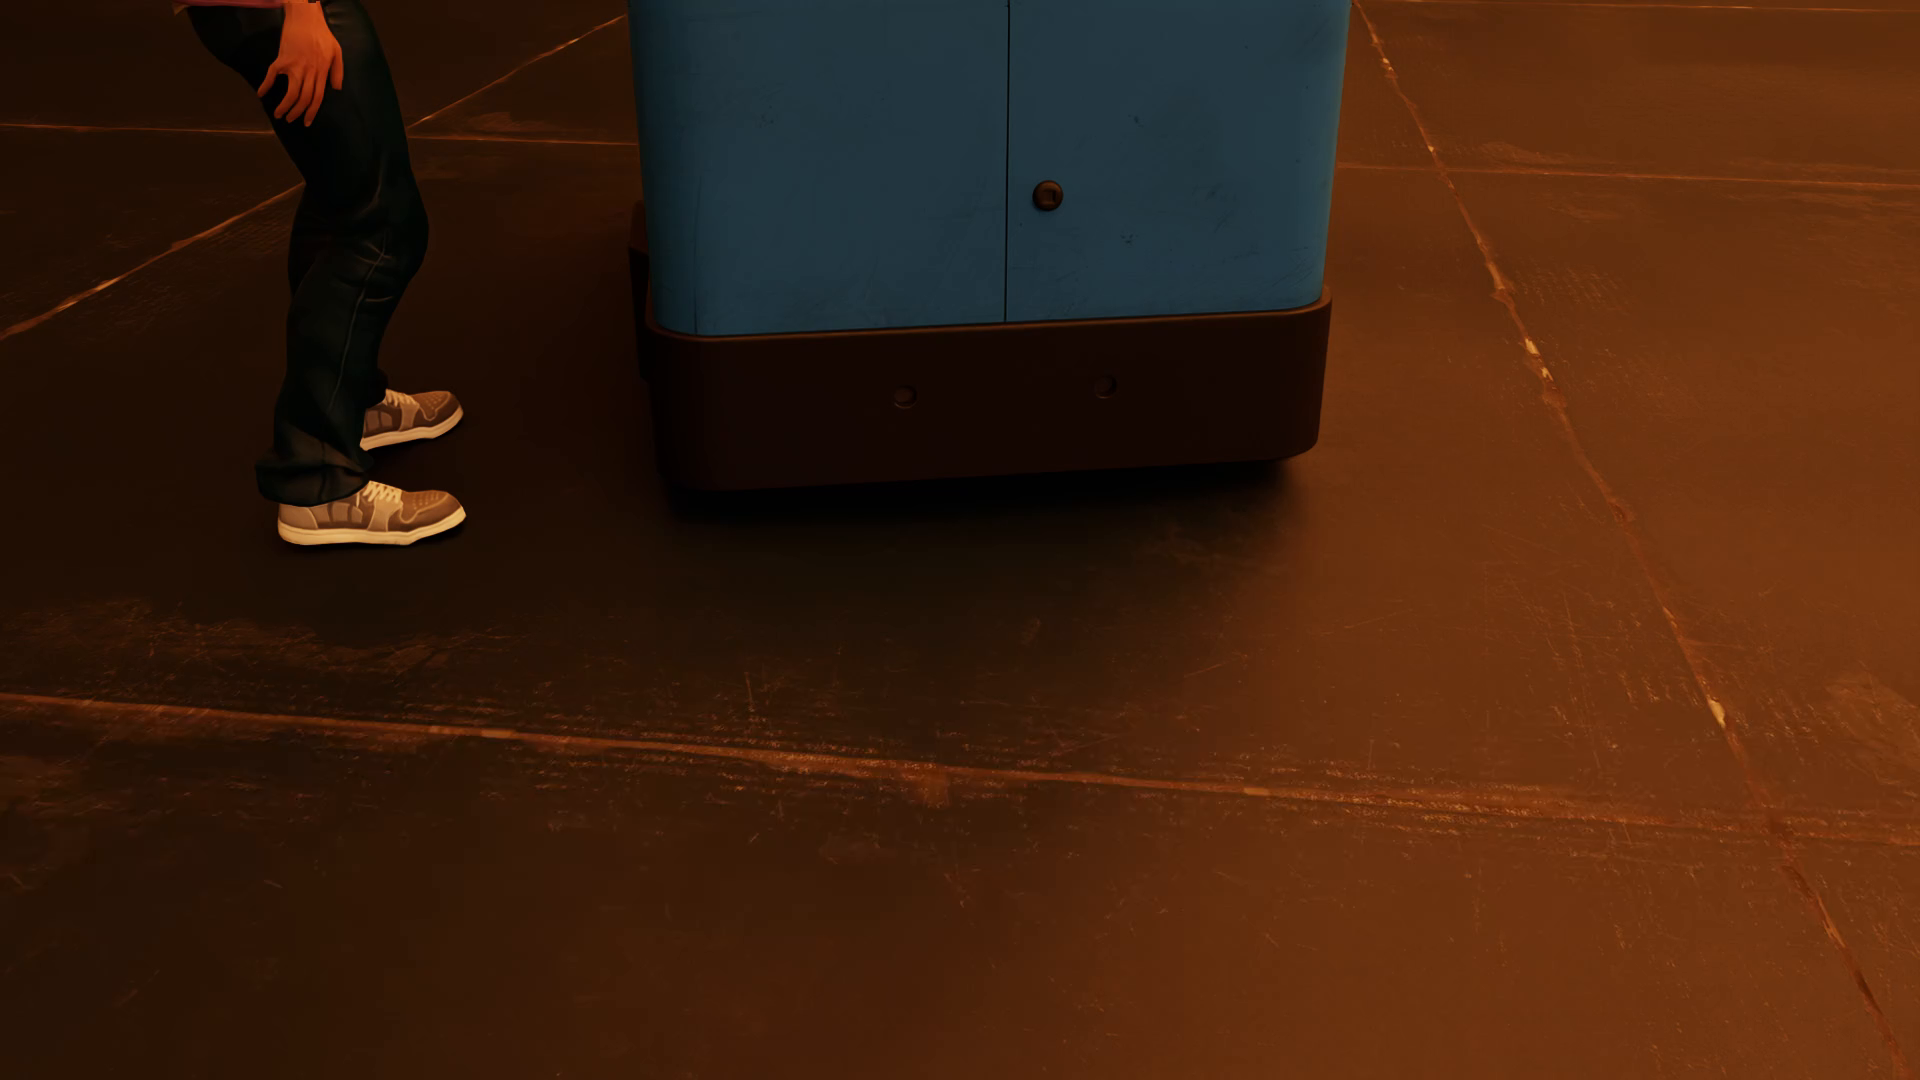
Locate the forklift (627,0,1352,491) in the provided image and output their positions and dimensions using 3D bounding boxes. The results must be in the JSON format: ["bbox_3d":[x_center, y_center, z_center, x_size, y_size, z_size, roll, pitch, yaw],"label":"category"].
[{"bbox_3d":[-0.140,-2.015,3.255,1.130,2.935,3.031,-4,27,-7],"label":"forklift"}]

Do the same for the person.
[{"bbox_3d":[-0.901,-0.757,2.262,0.357,1.573,0.650,-12,29,-23],"label":"person"}]
